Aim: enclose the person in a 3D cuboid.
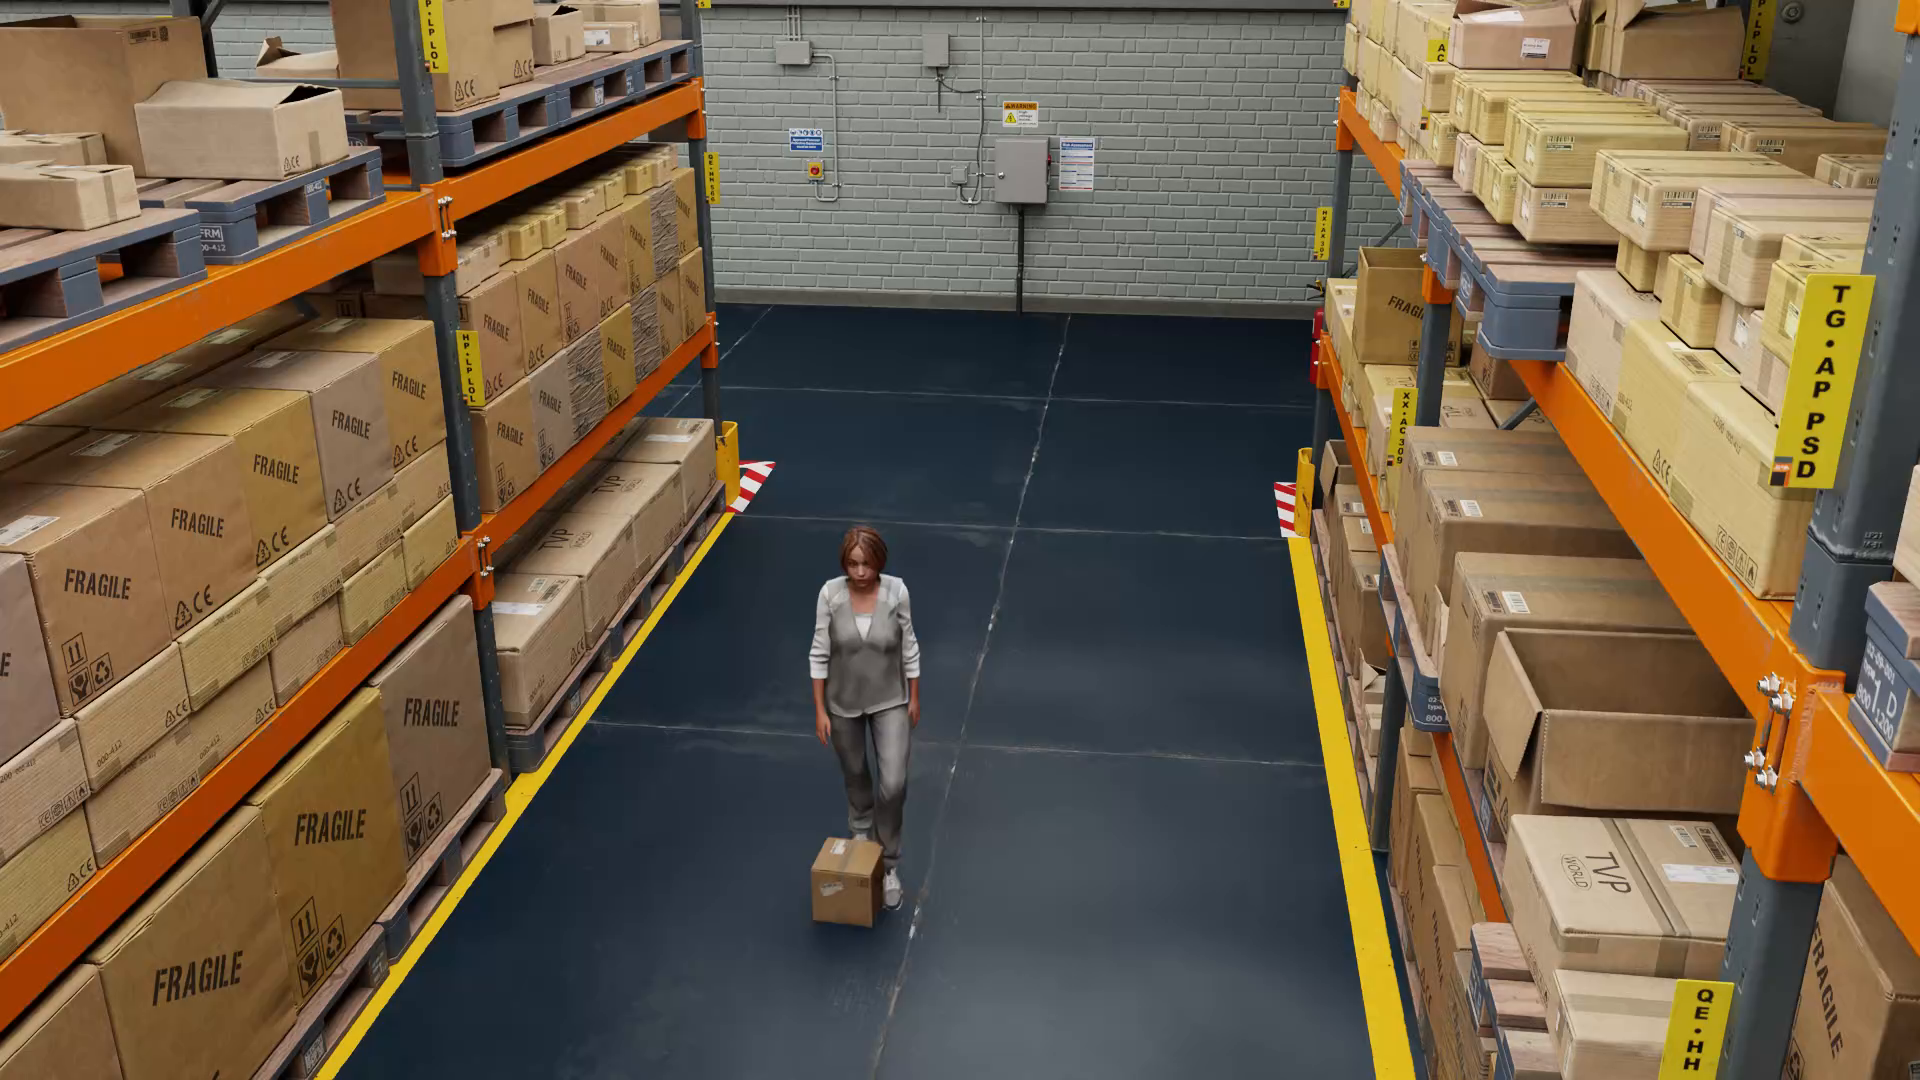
[{"bbox_3d":[-0.384,0.697,6.845,0.444,1.615,0.546,1,22,2],"label":"person"}]
